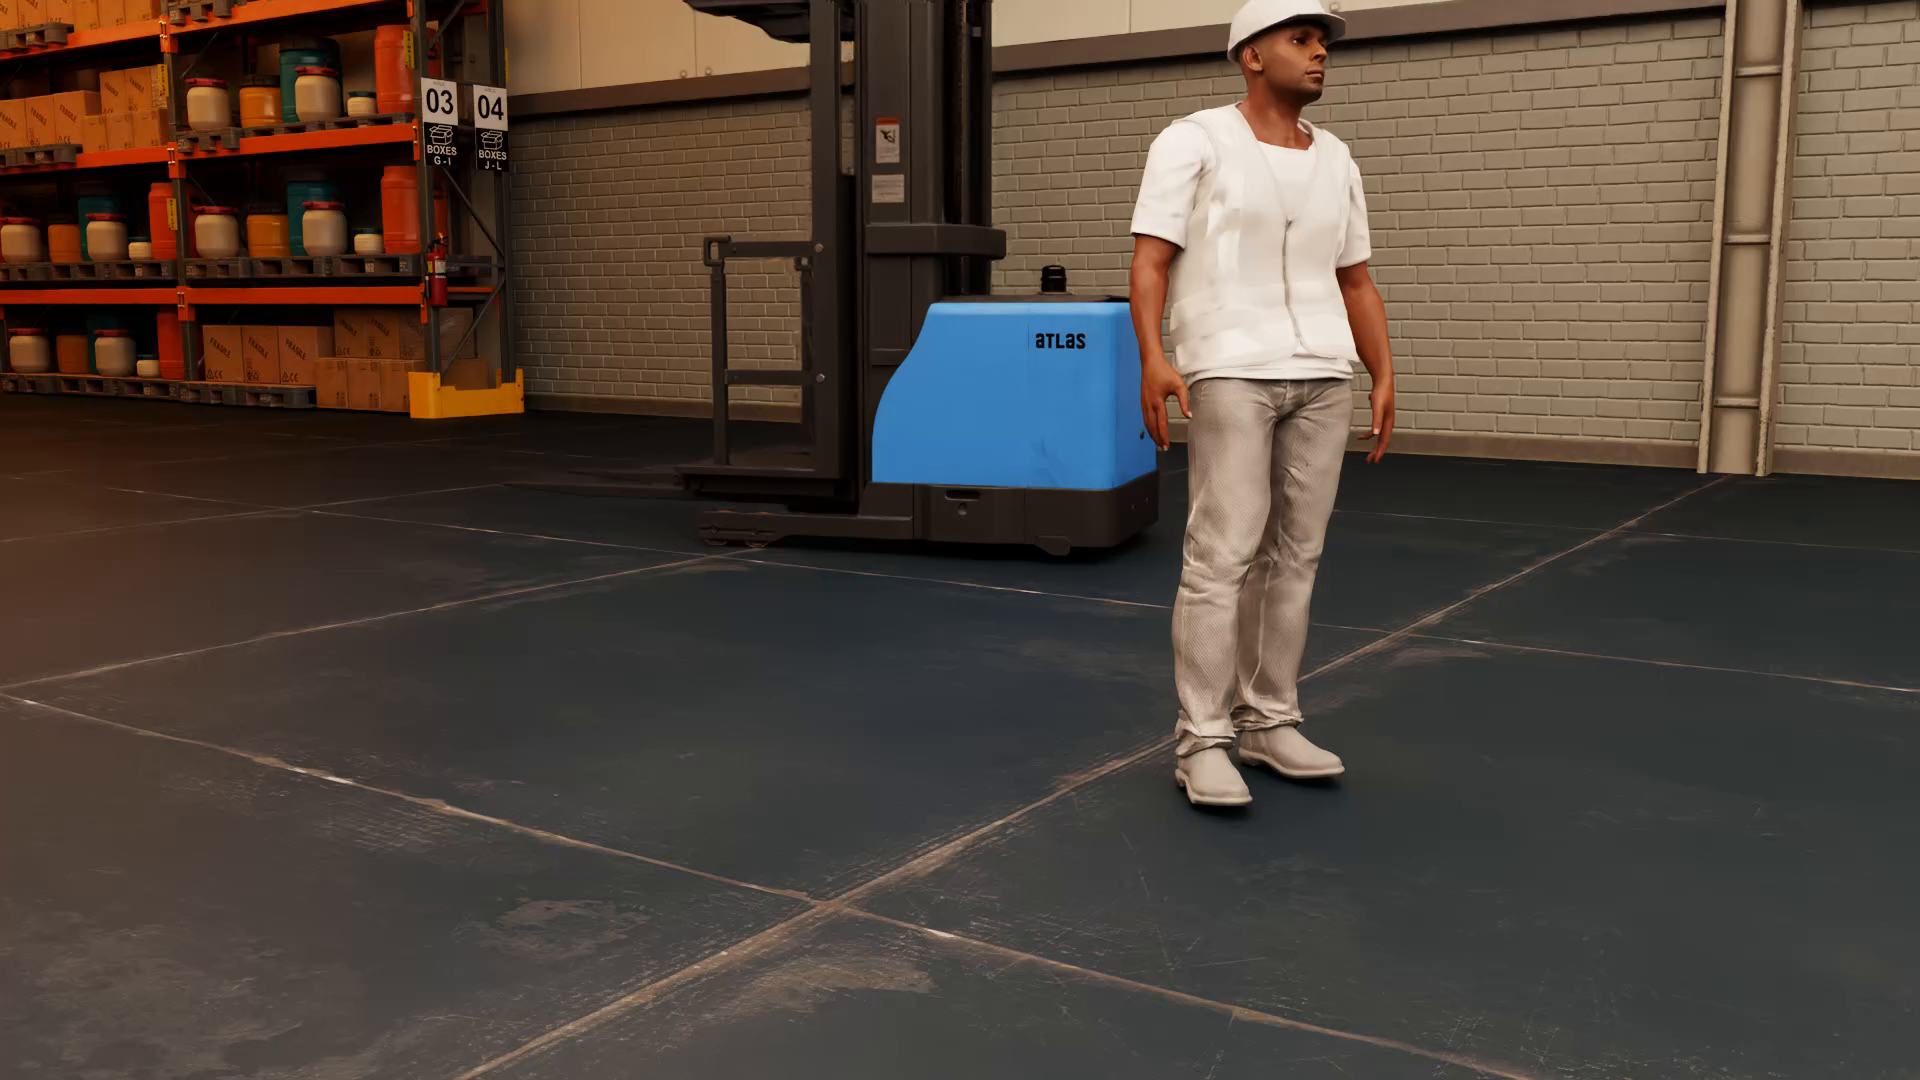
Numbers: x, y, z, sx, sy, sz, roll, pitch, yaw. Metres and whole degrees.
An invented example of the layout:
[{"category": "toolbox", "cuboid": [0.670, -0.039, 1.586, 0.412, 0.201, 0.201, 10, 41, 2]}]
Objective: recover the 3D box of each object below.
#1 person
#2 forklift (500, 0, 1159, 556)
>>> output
[{"category": "person", "cuboid": [0.689, -0.385, 3.772, 0.665, 1.707, 0.419, -3, 9, -22]}, {"category": "forklift", "cuboid": [-0.652, -1.480, 7.600, 3.031, 2.935, 1.130, 3, 8, 18]}]
